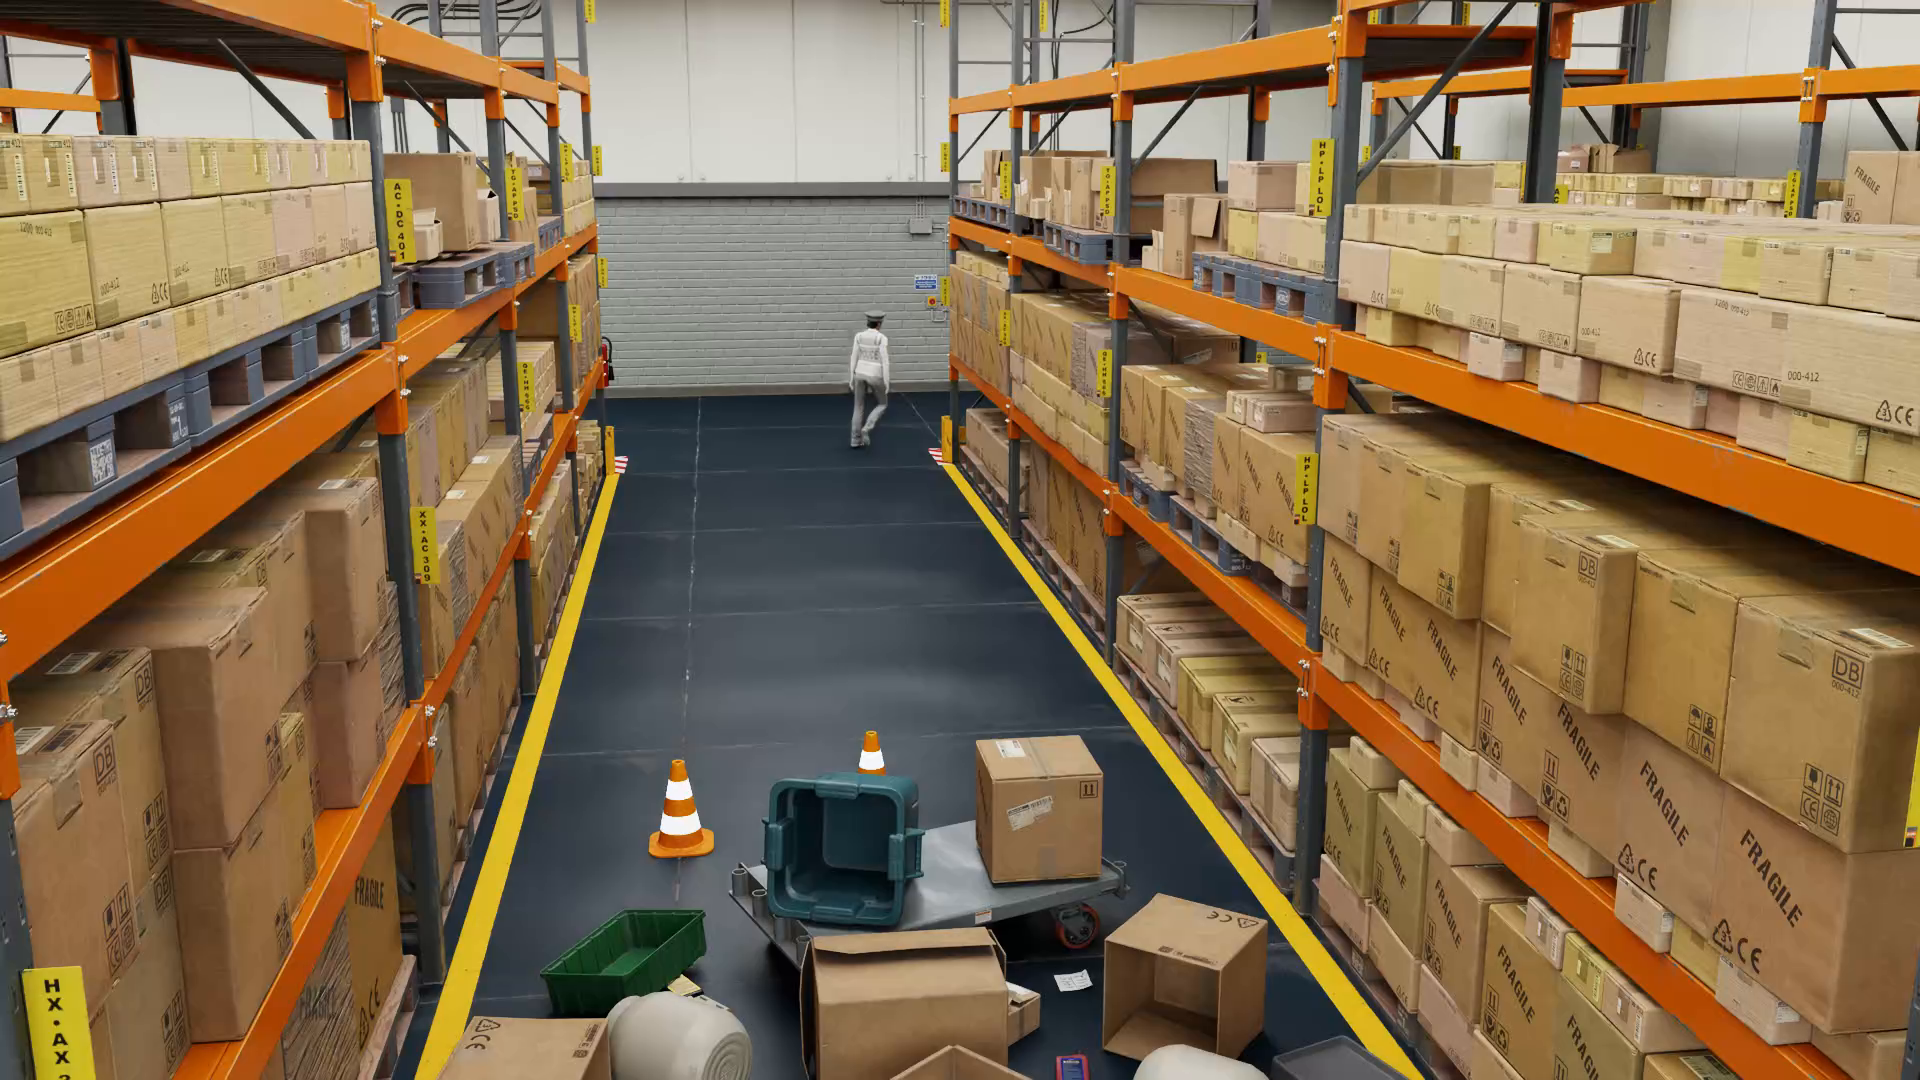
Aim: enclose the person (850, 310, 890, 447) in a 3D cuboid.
[{"bbox_3d":[-1.092,-1.958,20.208,0.553,1.644,0.420,4,14,16],"label":"person"}]
